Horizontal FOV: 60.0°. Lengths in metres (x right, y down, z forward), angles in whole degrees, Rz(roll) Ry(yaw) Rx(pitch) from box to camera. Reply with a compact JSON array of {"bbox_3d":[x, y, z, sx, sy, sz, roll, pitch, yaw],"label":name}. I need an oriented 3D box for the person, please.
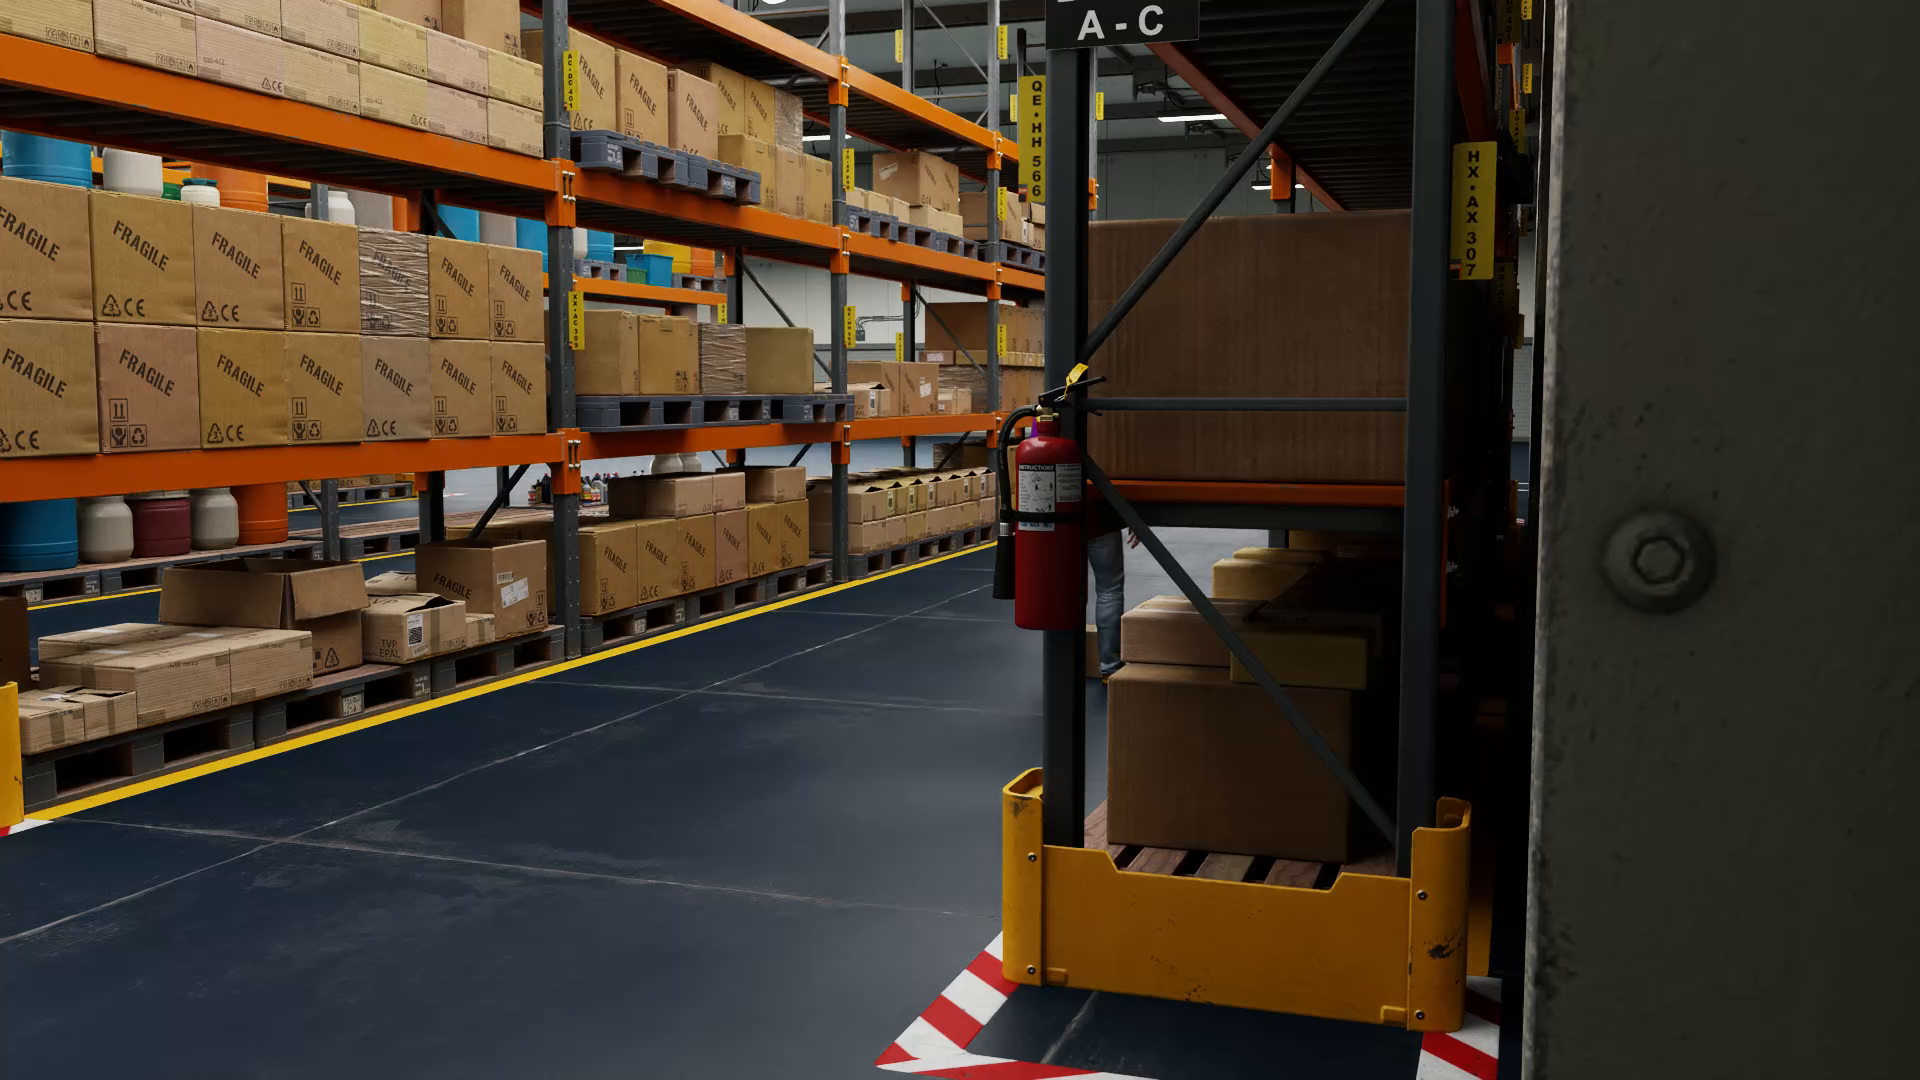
[{"bbox_3d":[0.663,-0.126,8.796,0.631,1.760,0.463,2,5,18],"label":"person"}]
